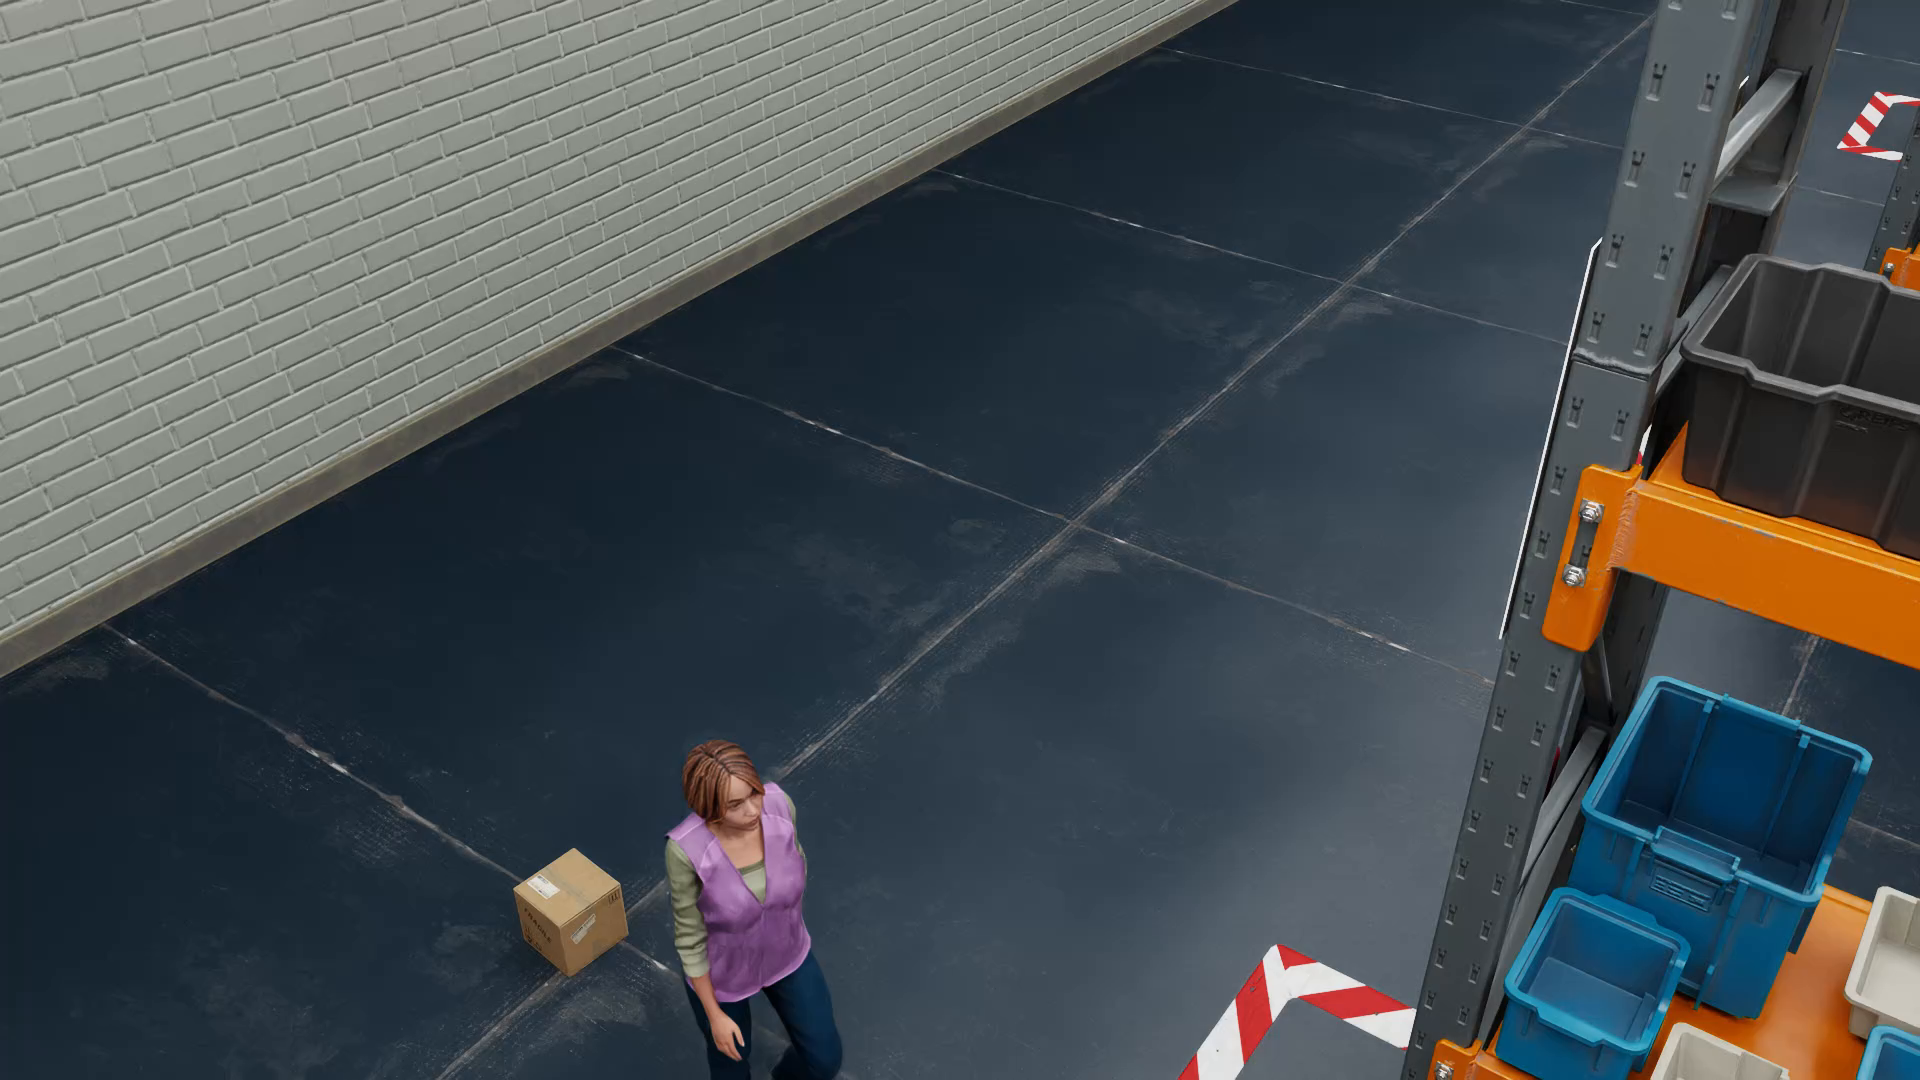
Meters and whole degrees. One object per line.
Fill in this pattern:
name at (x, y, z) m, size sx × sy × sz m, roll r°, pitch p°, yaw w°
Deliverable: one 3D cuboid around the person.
person at (-0.563, 1.155, 4.488) m, size 0.417 × 1.617 × 0.450 m, roll -17°, pitch 39°, yaw -23°
